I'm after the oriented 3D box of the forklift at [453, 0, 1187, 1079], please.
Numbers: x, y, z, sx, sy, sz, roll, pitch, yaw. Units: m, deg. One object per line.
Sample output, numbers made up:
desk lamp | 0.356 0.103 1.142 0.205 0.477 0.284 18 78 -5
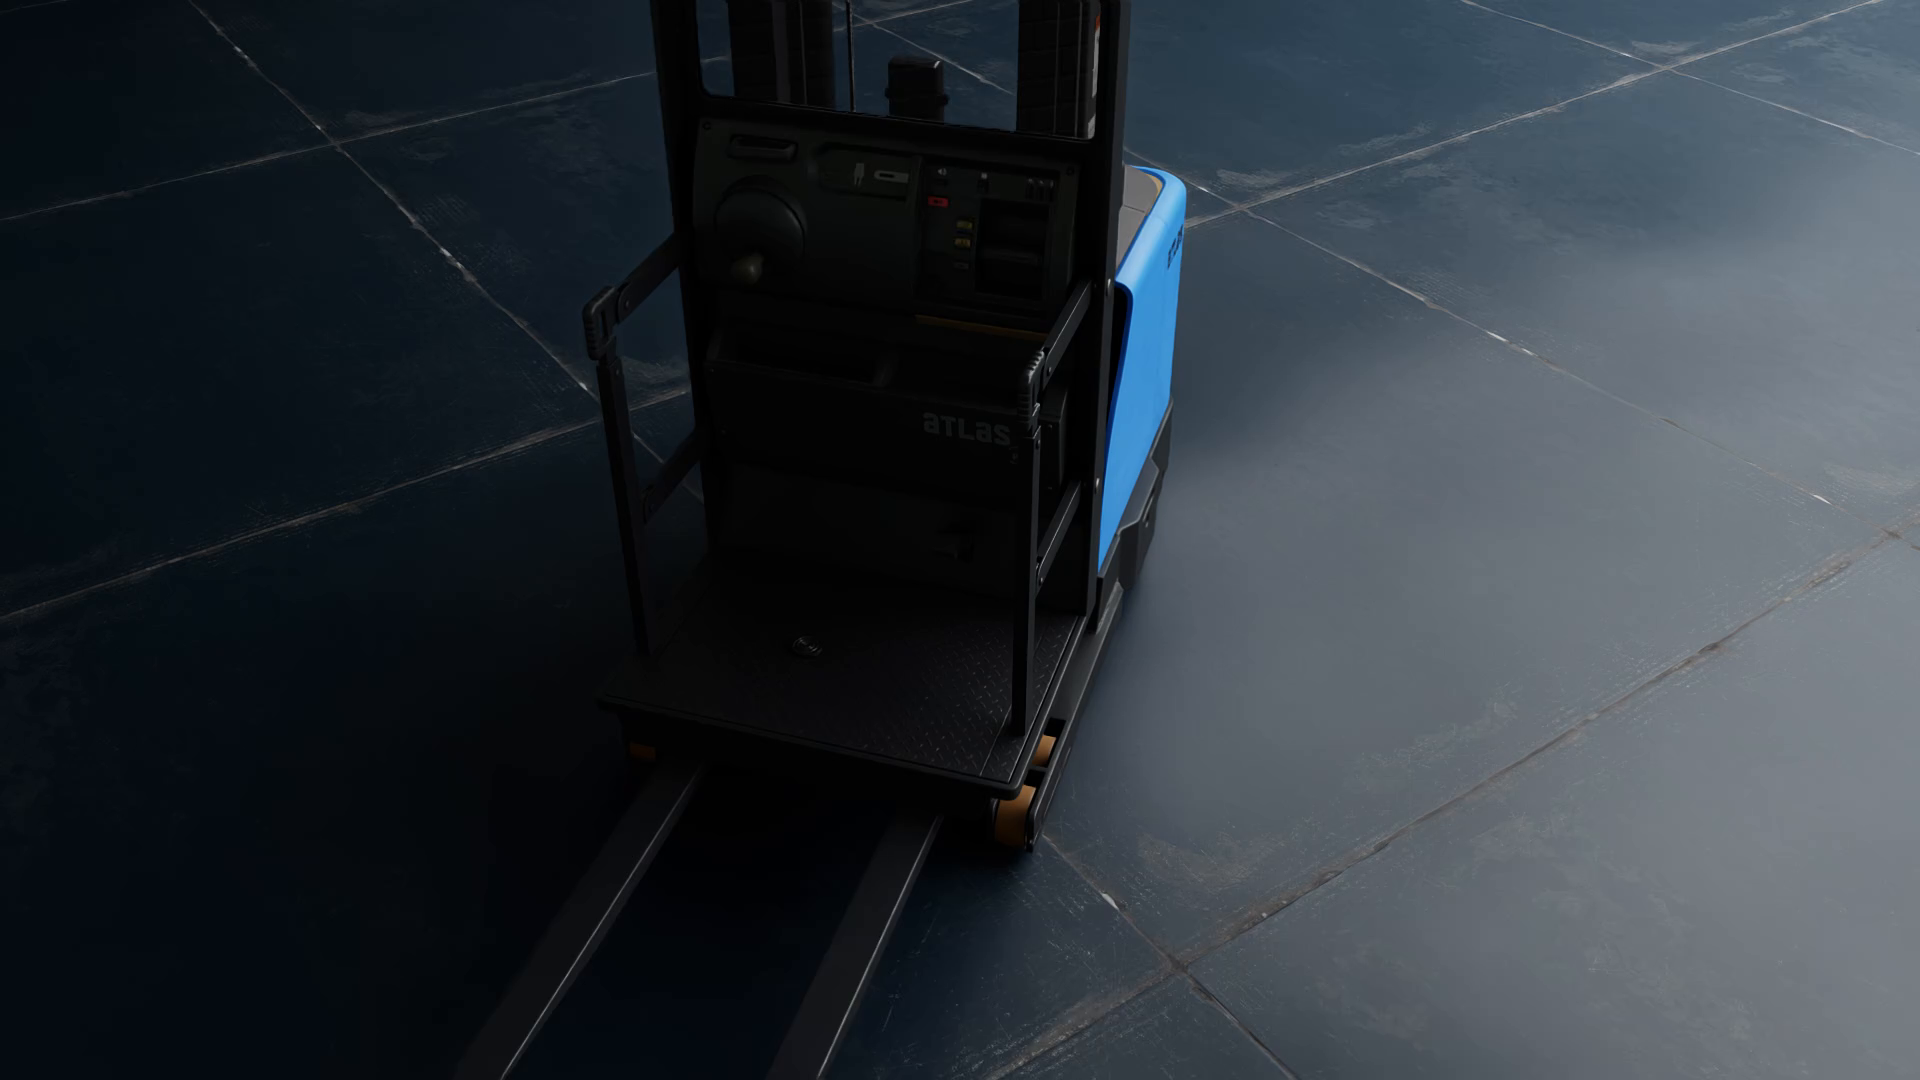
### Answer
forklift | -0.245 -0.681 3.686 1.130 2.935 3.031 10 37 14
